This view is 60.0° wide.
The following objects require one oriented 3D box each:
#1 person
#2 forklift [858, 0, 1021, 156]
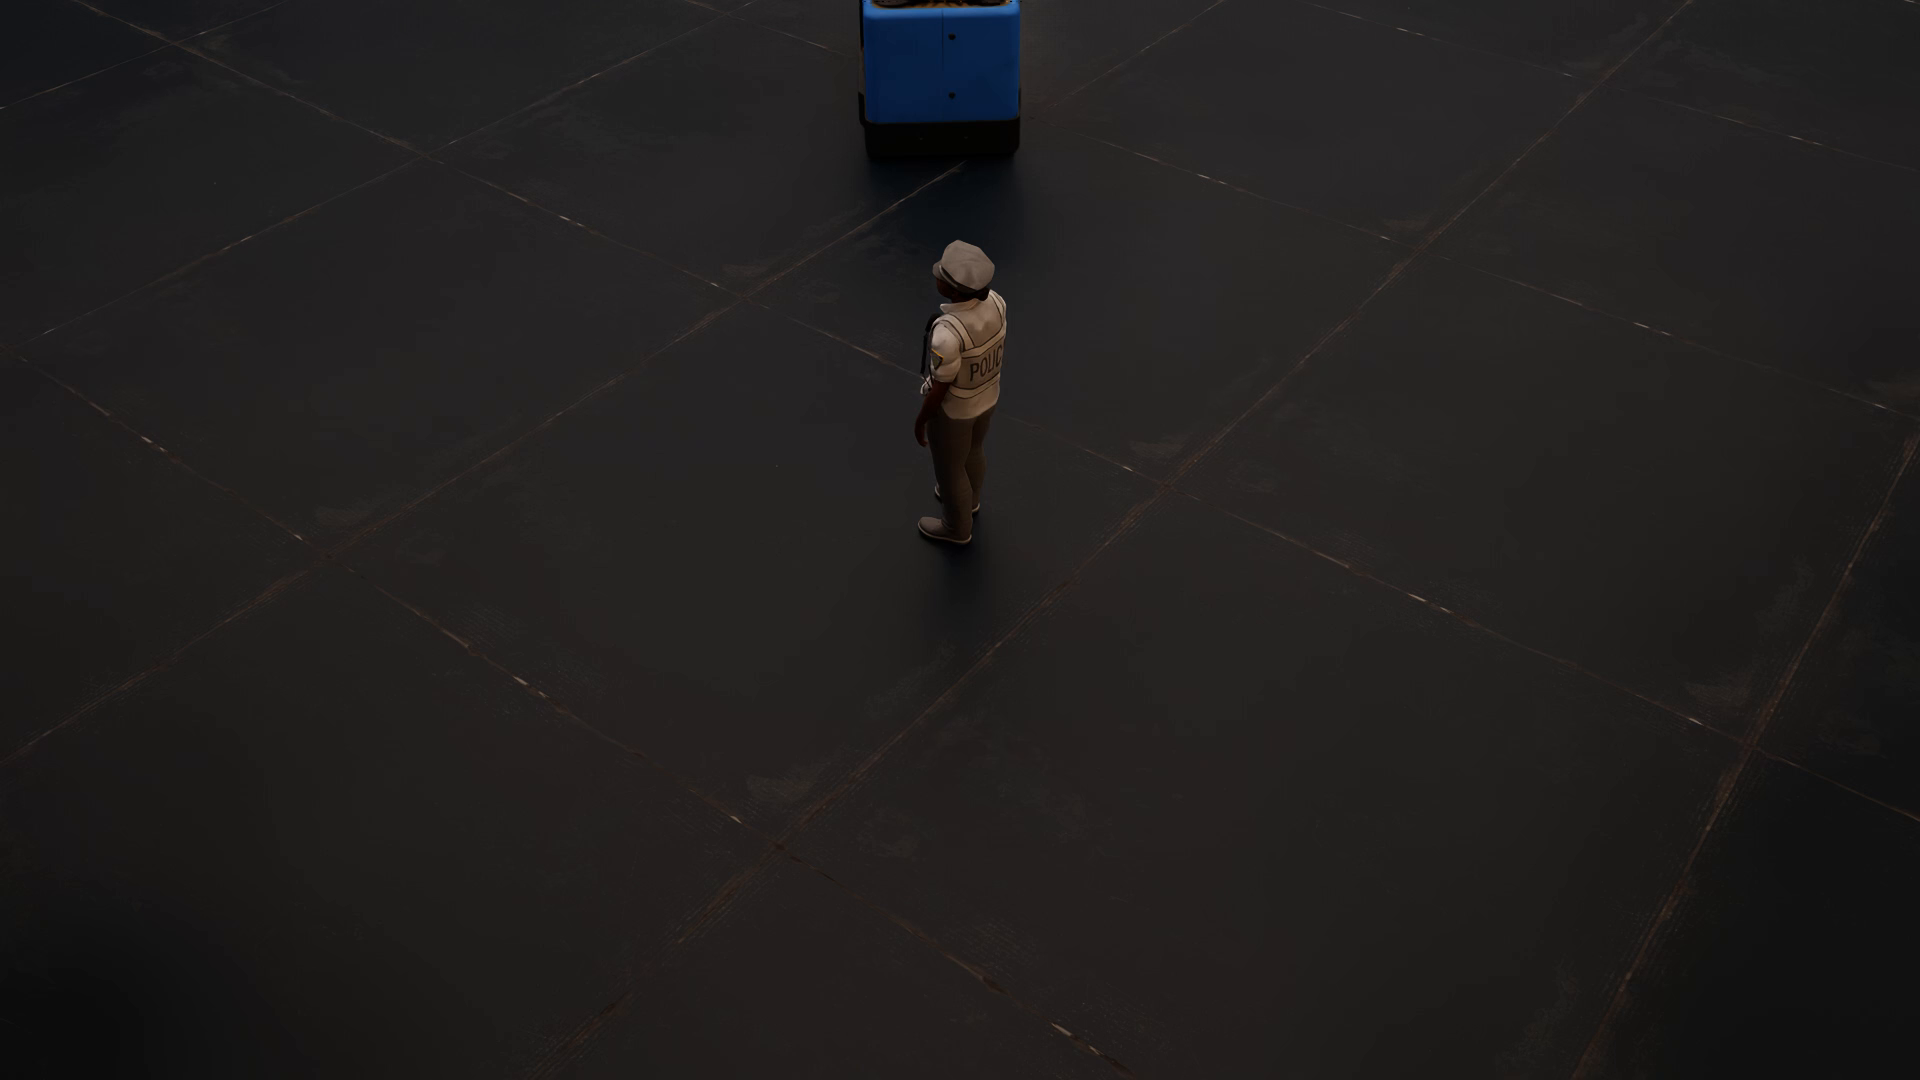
[{"bbox_3d":[-0.047,-0.686,7.829,0.530,1.684,0.569,26,47,28],"label":"person"},{"bbox_3d":[-0.197,-4.657,11.536,1.130,2.935,3.031,-2,40,-2],"label":"forklift"}]
